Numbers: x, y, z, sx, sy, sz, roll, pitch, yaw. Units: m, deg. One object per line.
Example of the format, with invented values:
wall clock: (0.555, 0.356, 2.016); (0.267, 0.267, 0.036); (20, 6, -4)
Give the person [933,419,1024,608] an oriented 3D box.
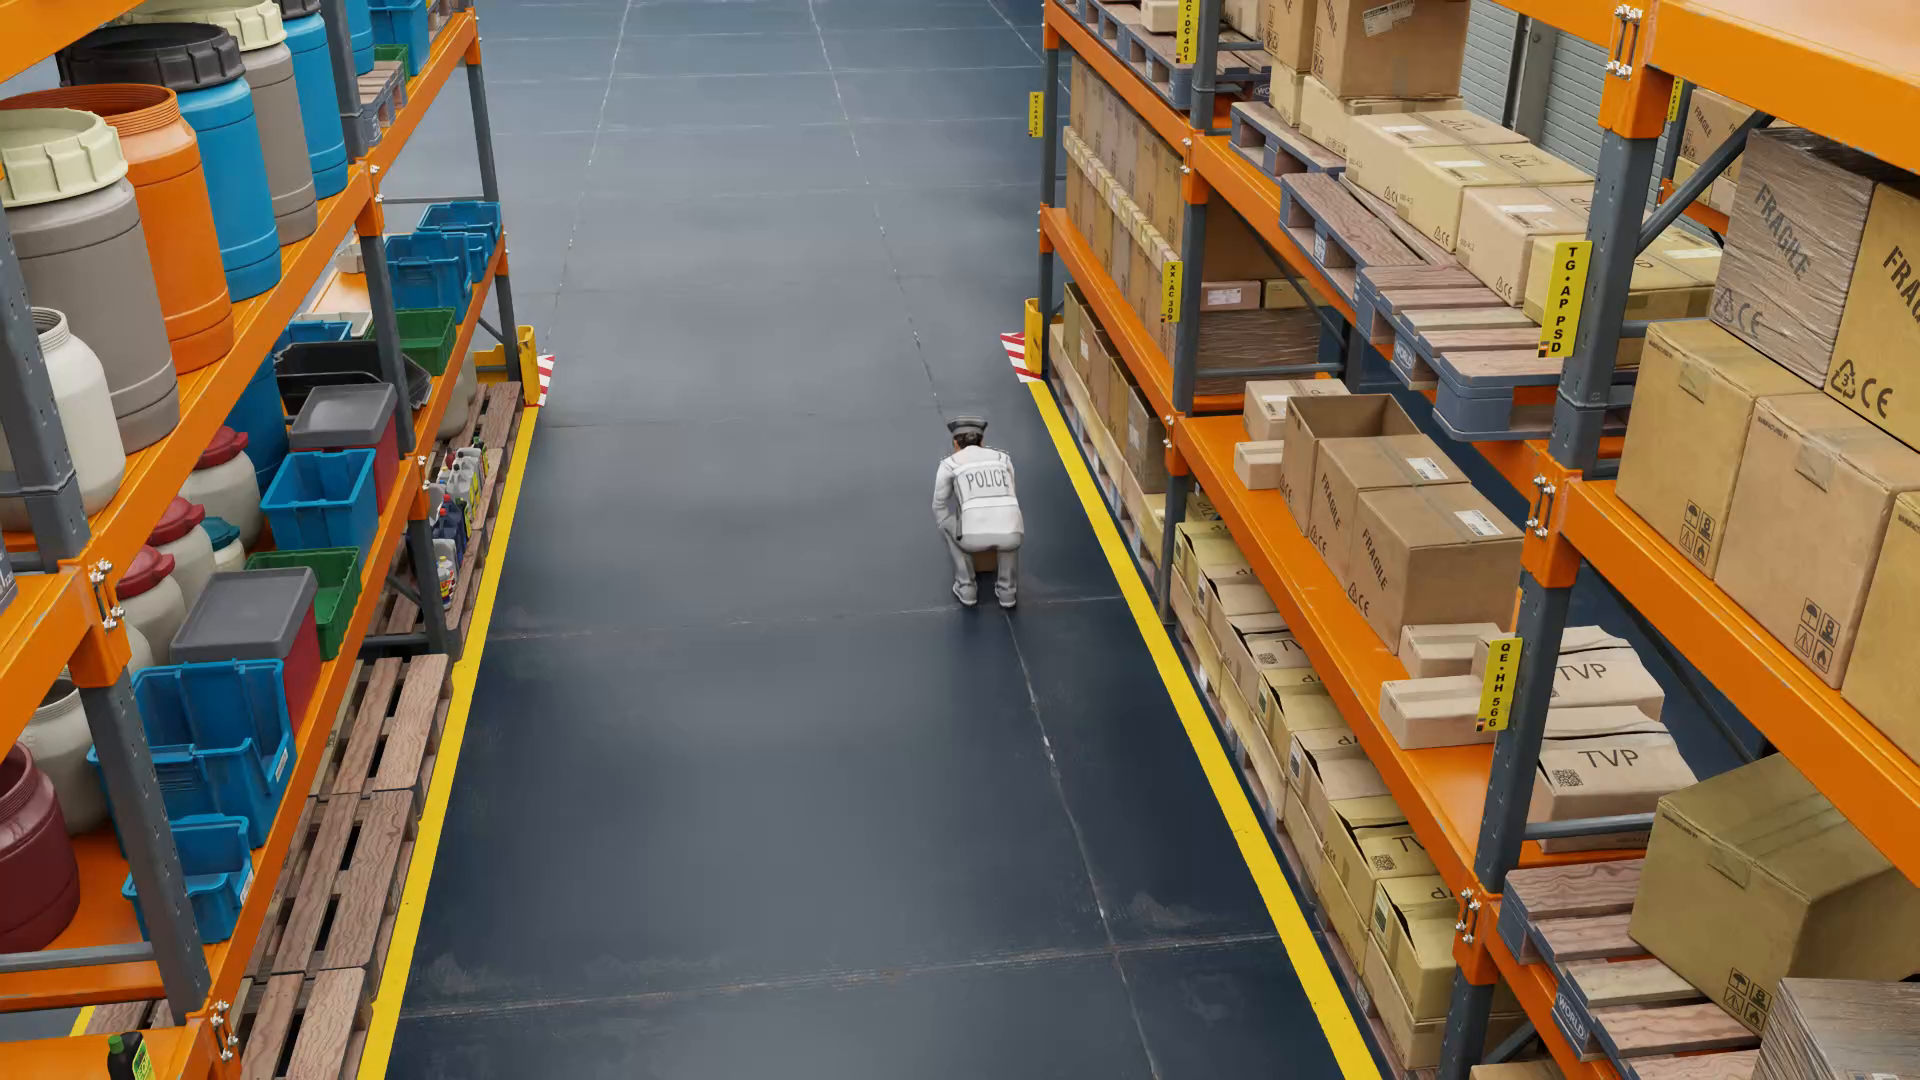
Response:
person: (0.103, -0.149, 9.629); (0.499, 1.006, 0.840); (-3, 27, -6)
